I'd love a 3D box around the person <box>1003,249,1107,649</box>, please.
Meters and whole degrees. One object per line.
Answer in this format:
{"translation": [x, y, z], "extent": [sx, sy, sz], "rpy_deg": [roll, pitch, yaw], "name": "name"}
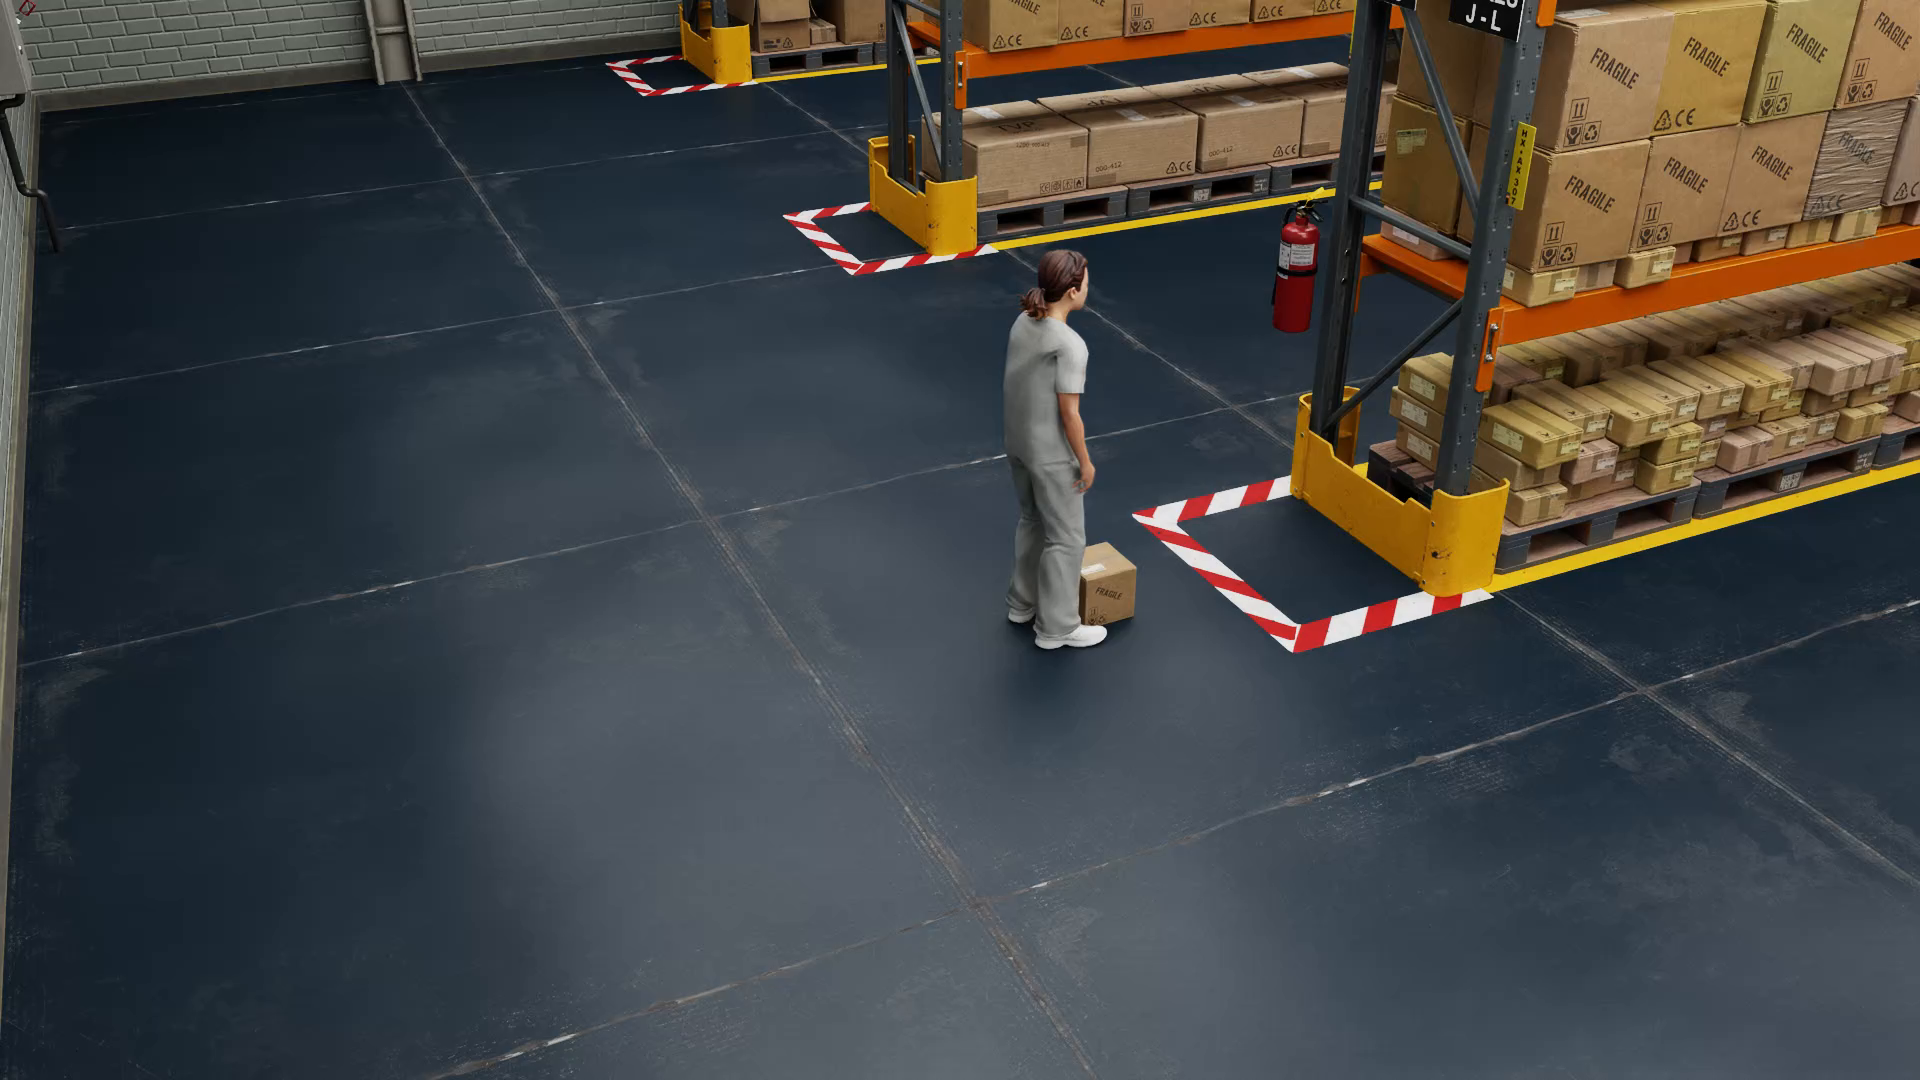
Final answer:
{"translation": [0.370, -0.350, 6.787], "extent": [0.349, 1.632, 0.512], "rpy_deg": [-15, 33, -24], "name": "person"}
